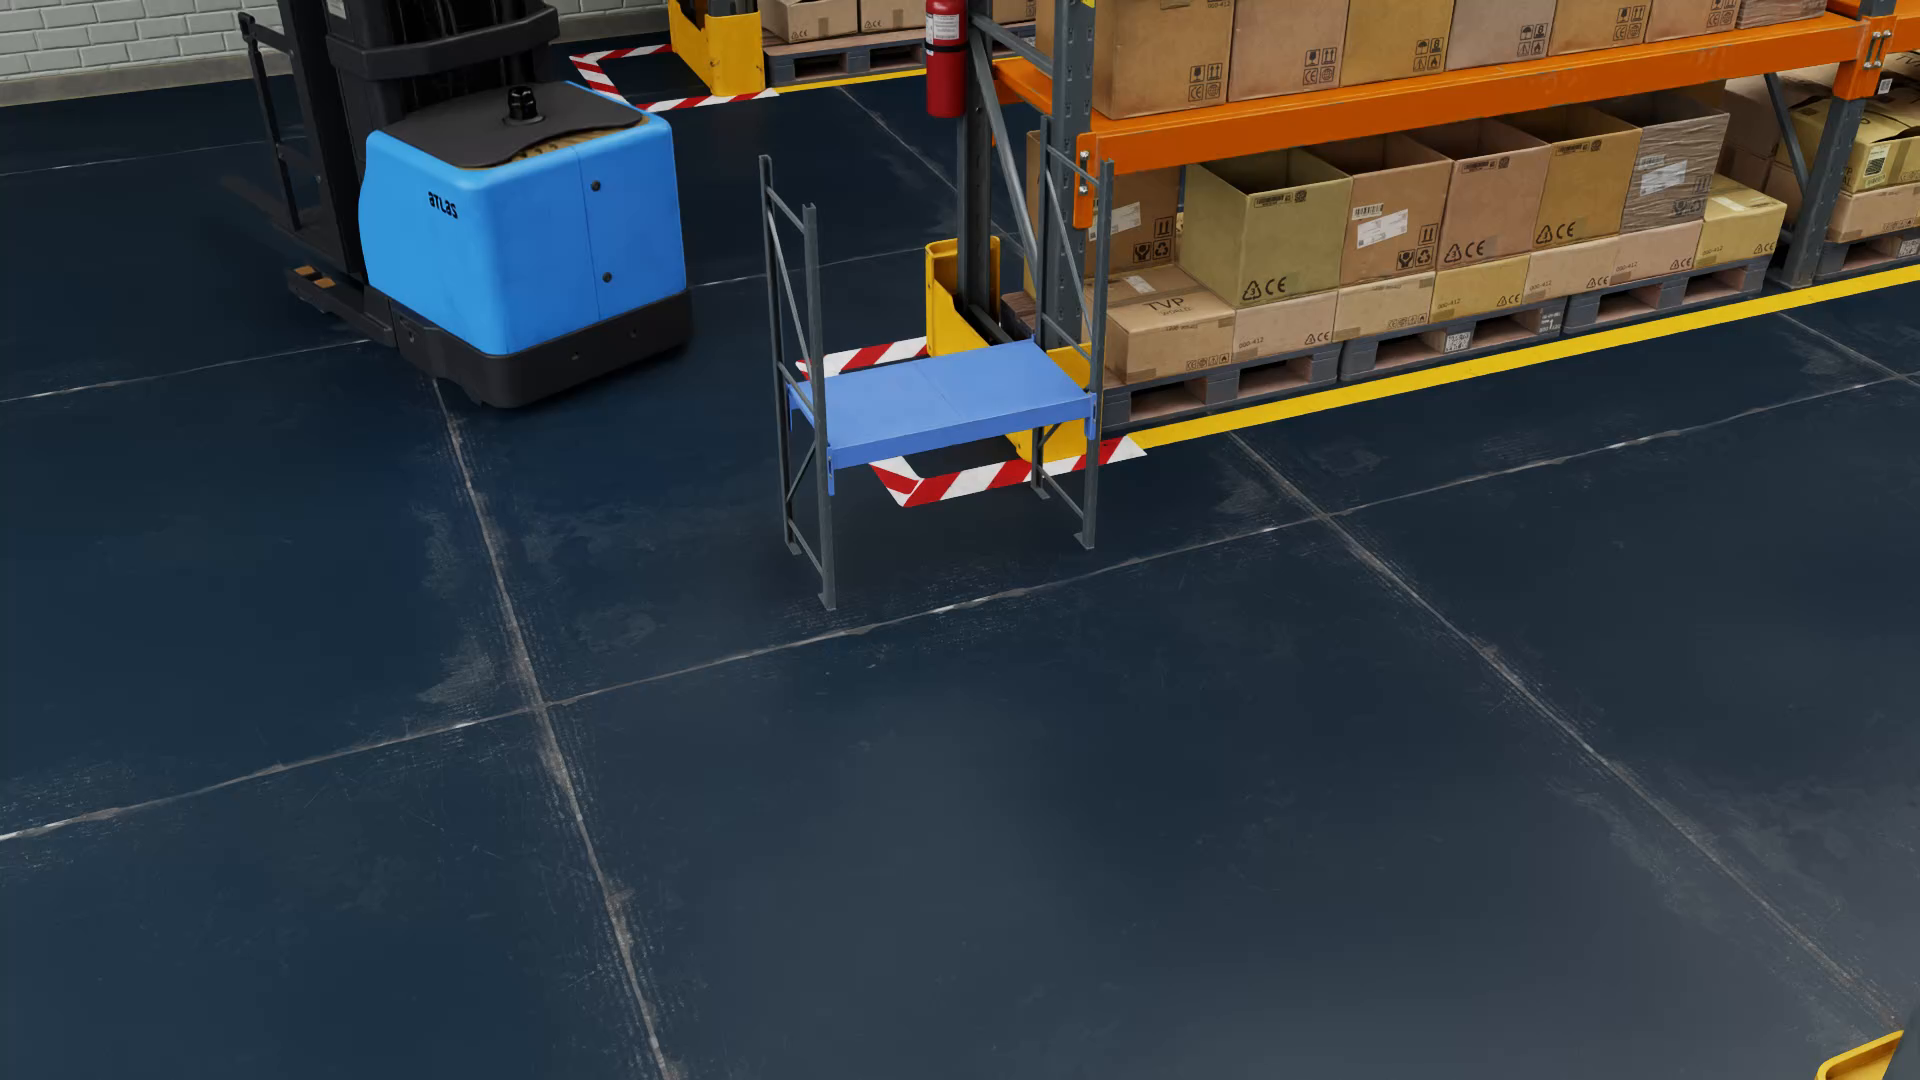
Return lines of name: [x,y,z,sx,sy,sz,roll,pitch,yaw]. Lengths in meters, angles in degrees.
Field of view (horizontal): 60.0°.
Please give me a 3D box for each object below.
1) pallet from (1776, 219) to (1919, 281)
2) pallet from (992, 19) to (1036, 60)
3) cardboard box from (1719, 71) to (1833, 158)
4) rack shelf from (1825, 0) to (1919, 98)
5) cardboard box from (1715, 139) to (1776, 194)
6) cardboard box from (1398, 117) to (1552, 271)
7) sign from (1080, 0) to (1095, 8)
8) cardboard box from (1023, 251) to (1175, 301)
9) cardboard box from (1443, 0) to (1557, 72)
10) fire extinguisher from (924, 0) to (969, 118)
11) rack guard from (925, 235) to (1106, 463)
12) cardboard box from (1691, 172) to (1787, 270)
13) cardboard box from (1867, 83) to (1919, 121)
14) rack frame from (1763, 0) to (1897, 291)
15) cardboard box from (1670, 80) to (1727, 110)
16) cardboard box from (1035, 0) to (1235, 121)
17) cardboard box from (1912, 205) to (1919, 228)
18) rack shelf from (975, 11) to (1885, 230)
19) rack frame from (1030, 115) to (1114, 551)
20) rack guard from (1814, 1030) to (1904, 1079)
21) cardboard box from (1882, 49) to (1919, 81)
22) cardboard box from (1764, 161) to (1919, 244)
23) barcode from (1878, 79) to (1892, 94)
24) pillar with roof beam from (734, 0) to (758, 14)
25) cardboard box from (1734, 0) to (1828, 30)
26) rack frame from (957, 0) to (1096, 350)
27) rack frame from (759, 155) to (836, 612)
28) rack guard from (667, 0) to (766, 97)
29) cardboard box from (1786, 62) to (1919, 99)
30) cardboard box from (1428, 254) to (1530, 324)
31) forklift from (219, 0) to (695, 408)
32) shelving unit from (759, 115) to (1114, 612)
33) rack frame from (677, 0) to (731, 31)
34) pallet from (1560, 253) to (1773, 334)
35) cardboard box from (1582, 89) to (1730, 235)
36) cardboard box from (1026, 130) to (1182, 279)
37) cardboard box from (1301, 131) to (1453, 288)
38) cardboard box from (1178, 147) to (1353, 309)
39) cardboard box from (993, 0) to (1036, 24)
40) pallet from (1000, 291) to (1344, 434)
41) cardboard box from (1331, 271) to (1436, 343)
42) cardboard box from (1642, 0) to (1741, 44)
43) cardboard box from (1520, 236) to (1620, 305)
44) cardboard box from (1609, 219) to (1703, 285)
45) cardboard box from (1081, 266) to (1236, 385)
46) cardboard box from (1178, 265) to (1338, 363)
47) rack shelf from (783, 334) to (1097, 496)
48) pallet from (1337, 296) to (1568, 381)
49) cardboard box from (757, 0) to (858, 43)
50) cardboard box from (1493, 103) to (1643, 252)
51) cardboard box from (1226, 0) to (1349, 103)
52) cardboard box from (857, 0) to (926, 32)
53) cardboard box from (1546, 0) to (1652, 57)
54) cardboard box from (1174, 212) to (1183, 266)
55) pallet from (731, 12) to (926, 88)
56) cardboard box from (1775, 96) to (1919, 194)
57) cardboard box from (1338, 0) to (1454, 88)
pallet: [4.587,-1.741,8.732,1.213,0.211,1.003,-13,35,-19]
pallet: [0.269,-3.637,11.646,1.213,0.211,1.003,-13,35,-19]
cardboard box: [4.185,-2.223,8.538,0.500,0.311,0.500,-13,35,-19]
rack shelf: [5.767,-2.855,8.548,4.000,0.370,1.077,-13,35,-19]
cardboard box: [4.193,-1.991,8.696,0.500,0.250,0.500,-13,35,-19]
cardboard box: [2.199,-1.545,7.322,0.500,0.500,0.500,-13,35,-19]
sign: [0.444,-2.006,5.716,0.005,0.325,0.100,-13,35,-19]
cardboard box: [0.615,-1.175,7.442,0.500,0.250,0.500,-13,35,-19]
cardboard box: [2.096,-2.352,7.023,0.500,0.500,0.700,-12,35,-18]
fire extinguisher: [-0.054,-2.066,6.746,0.183,0.674,0.296,-13,35,-19]
rack guard: [0.212,-0.837,7.078,0.348,0.500,1.175,-13,35,-19]
cardboard box: [3.580,-1.550,8.018,0.500,0.250,0.500,-13,35,-19]
cardboard box: [4.864,-2.058,8.285,0.500,0.311,0.500,-13,35,-19]
rack frame: [3.923,-2.735,7.702,0.127,3.000,1.000,-13,35,-19]
cardboard box: [3.374,-2.132,8.225,0.500,0.500,0.500,-13,35,-19]
cardboard box: [0.670,-2.024,6.519,0.500,0.500,0.700,-13,35,-19]
cardboard box: [4.862,-1.826,8.442,0.500,0.250,0.500,-12,35,-18]
rack shelf: [2.079,-2.011,7.250,4.000,0.370,1.077,-13,35,-19]
rack frame: [0.390,-0.718,5.978,0.032,1.500,0.500,-13,35,-19]
rack guard: [2.201,1.610,3.318,0.348,0.500,1.175,-13,35,-19]
cardboard box: [5.123,-2.440,8.872,0.500,0.311,0.500,-13,35,-19]
cardboard box: [4.390,-1.719,8.277,0.500,0.250,0.500,-14,35,-20]
barcode: [4.319,-2.118,7.763,0.075,0.075,0.001,-13,35,-19]
pillar with roof beam: [0.291,-5.313,6.164,0.400,9.000,9.100,-13,35,-19]
cardboard box: [3.516,-2.680,7.526,0.500,0.500,0.700,-14,36,-20]
rack frame: [0.235,-1.890,6.405,0.127,3.000,1.000,-13,35,-19]
rack frame: [-0.547,-0.503,5.648,0.032,1.500,0.500,-13,35,-19]
rack guard: [-1.616,-3.349,10.938,0.348,0.500,1.175,-13,35,-19]
cardboard box: [4.662,-2.336,8.712,0.500,0.311,0.500,-12,35,-18]
cardboard box: [2.199,-1.231,7.527,0.500,0.250,0.500,-13,35,-19]
forklift: [-2.599,-2.482,7.378,1.130,2.935,3.031,-29,43,-36]
shelving unit: [-0.079,-0.611,5.813,1.048,1.500,0.538,-13,35,-19]
rack frame: [-1.687,-4.380,10.232,0.127,3.000,1.000,-13,35,-19]
pallet: [3.173,-1.419,8.237,1.213,0.211,1.003,-13,35,-19]
cardboard box: [3.114,-1.765,7.661,0.500,0.500,0.500,-13,35,-19]
cardboard box: [0.614,-1.491,7.239,0.500,0.500,0.500,-13,35,-19]
cardboard box: [1.731,-1.448,7.173,0.500,0.500,0.500,-13,35,-19]
cardboard box: [1.275,-1.336,7.001,0.500,0.500,0.500,-13,35,-19]
cardboard box: [0.208,-3.868,11.333,0.500,0.500,0.700,-15,36,-22]
pallet: [0.923,-0.904,7.445,1.213,0.211,1.003,-13,35,-19]
cardboard box: [1.736,-1.128,7.369,0.500,0.250,0.500,-13,35,-19]
cardboard box: [3.032,-2.565,7.350,0.500,0.500,0.700,-13,35,-19]
cardboard box: [2.660,-1.337,7.690,0.500,0.250,0.500,-13,35,-19]
cardboard box: [3.115,-1.450,7.864,0.500,0.250,0.500,-13,35,-19]
cardboard box: [0.815,-0.915,7.042,0.500,0.250,0.500,-13,35,-19]
cardboard box: [1.275,-1.022,7.207,0.500,0.250,0.500,-13,35,-19]
rack shelf: [-0.079,-0.460,5.911,1.000,0.185,0.538,-13,35,-19]
pallet: [2.047,-1.159,7.838,1.213,0.211,1.003,-13,35,-19]
cardboard box: [-1.014,-3.539,11.000,0.500,0.311,0.500,-17,37,-24]
cardboard box: [2.655,-1.657,7.496,0.500,0.500,0.500,-13,35,-19]
cardboard box: [1.152,-2.137,6.693,0.500,0.500,0.700,-12,35,-18]
cardboard box: [-0.488,-3.659,11.185,0.500,0.311,0.500,-10,34,-15]
cardboard box: [2.568,-2.461,7.190,0.500,0.500,0.700,-12,35,-18]
cardboard box: [1.071,-1.287,7.614,0.500,0.250,0.500,-13,35,-19]
pallet: [-0.854,-3.381,11.253,1.213,0.211,1.003,-13,35,-19]
cardboard box: [4.400,-1.955,8.126,0.500,0.311,0.500,-13,35,-19]
cardboard box: [1.612,-2.239,6.850,0.500,0.500,0.700,-13,35,-19]
